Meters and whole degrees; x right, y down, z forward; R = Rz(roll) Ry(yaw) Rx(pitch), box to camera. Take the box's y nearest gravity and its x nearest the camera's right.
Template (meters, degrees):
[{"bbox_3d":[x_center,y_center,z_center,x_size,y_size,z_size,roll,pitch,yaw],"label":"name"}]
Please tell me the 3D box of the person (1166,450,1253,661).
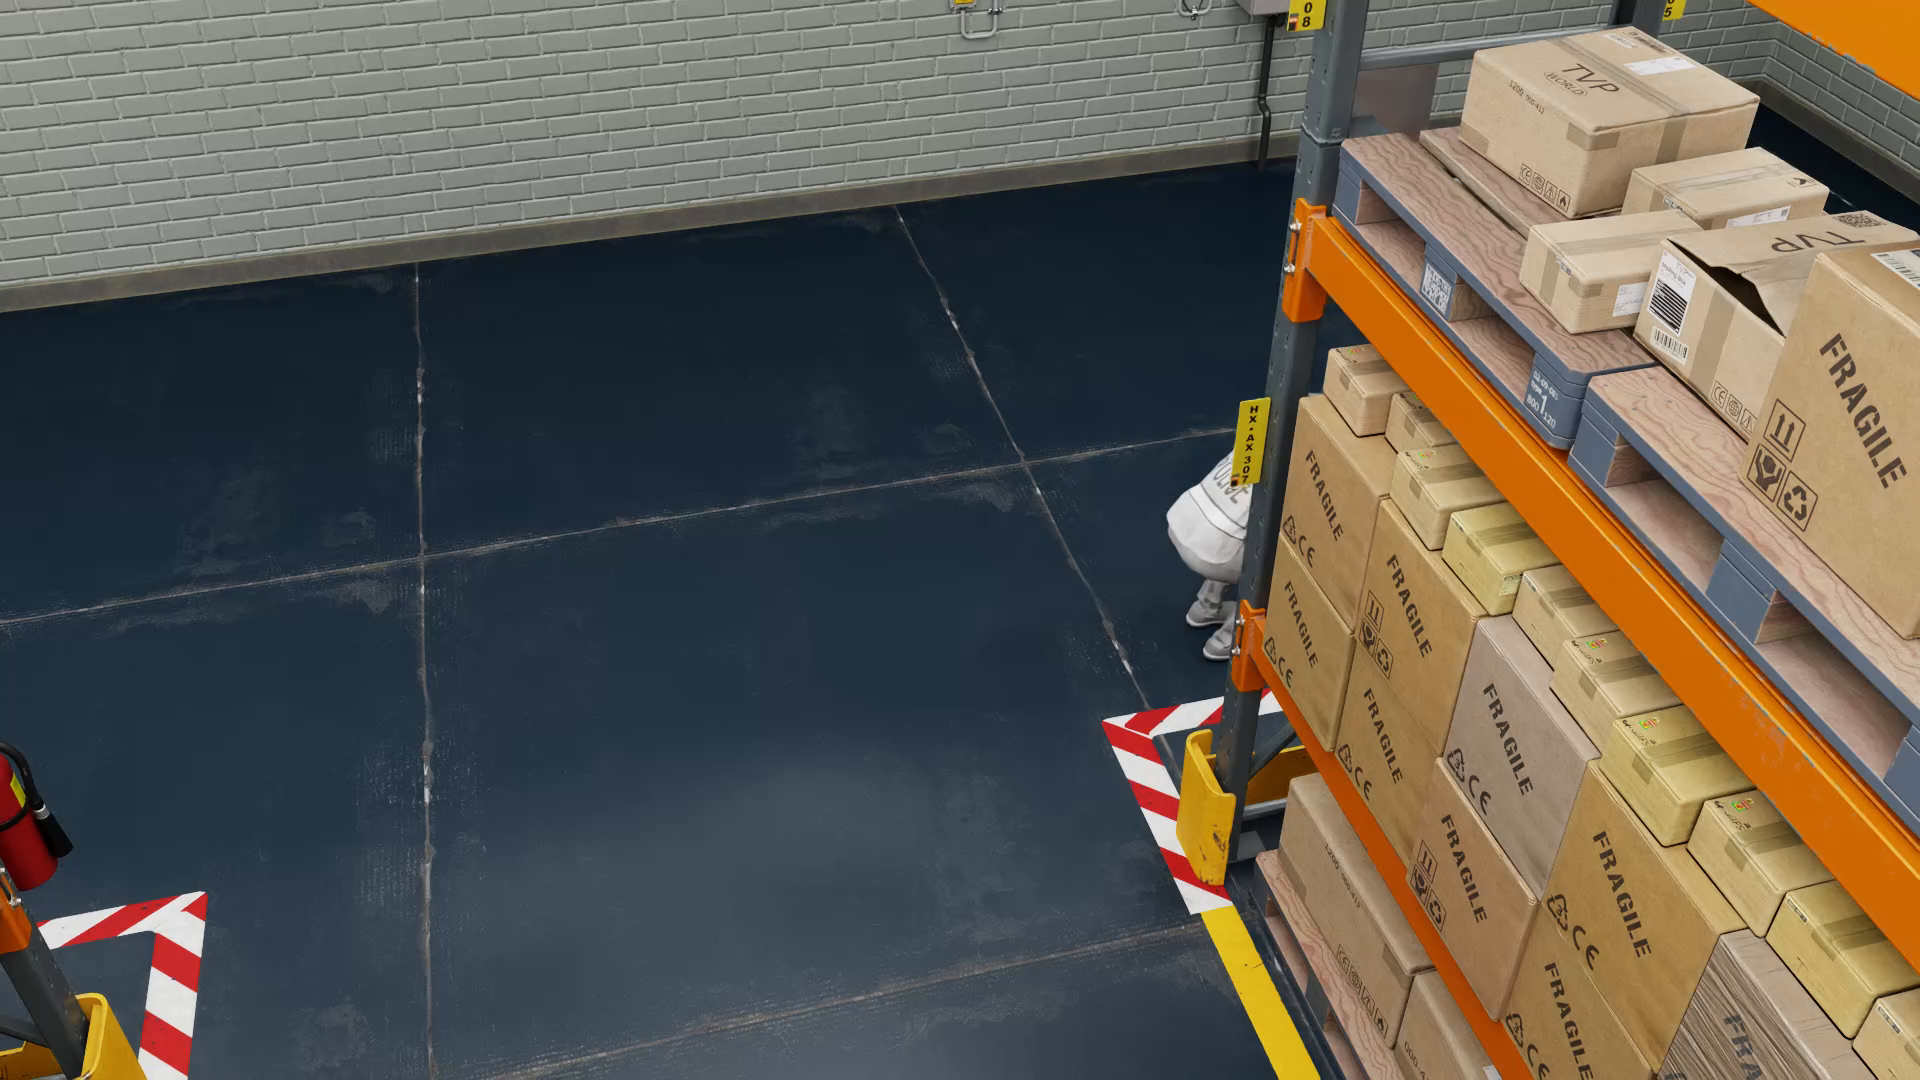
[{"bbox_3d":[1.274,-0.059,7.196,0.796,1.163,0.520,-10,39,-12],"label":"person"}]
